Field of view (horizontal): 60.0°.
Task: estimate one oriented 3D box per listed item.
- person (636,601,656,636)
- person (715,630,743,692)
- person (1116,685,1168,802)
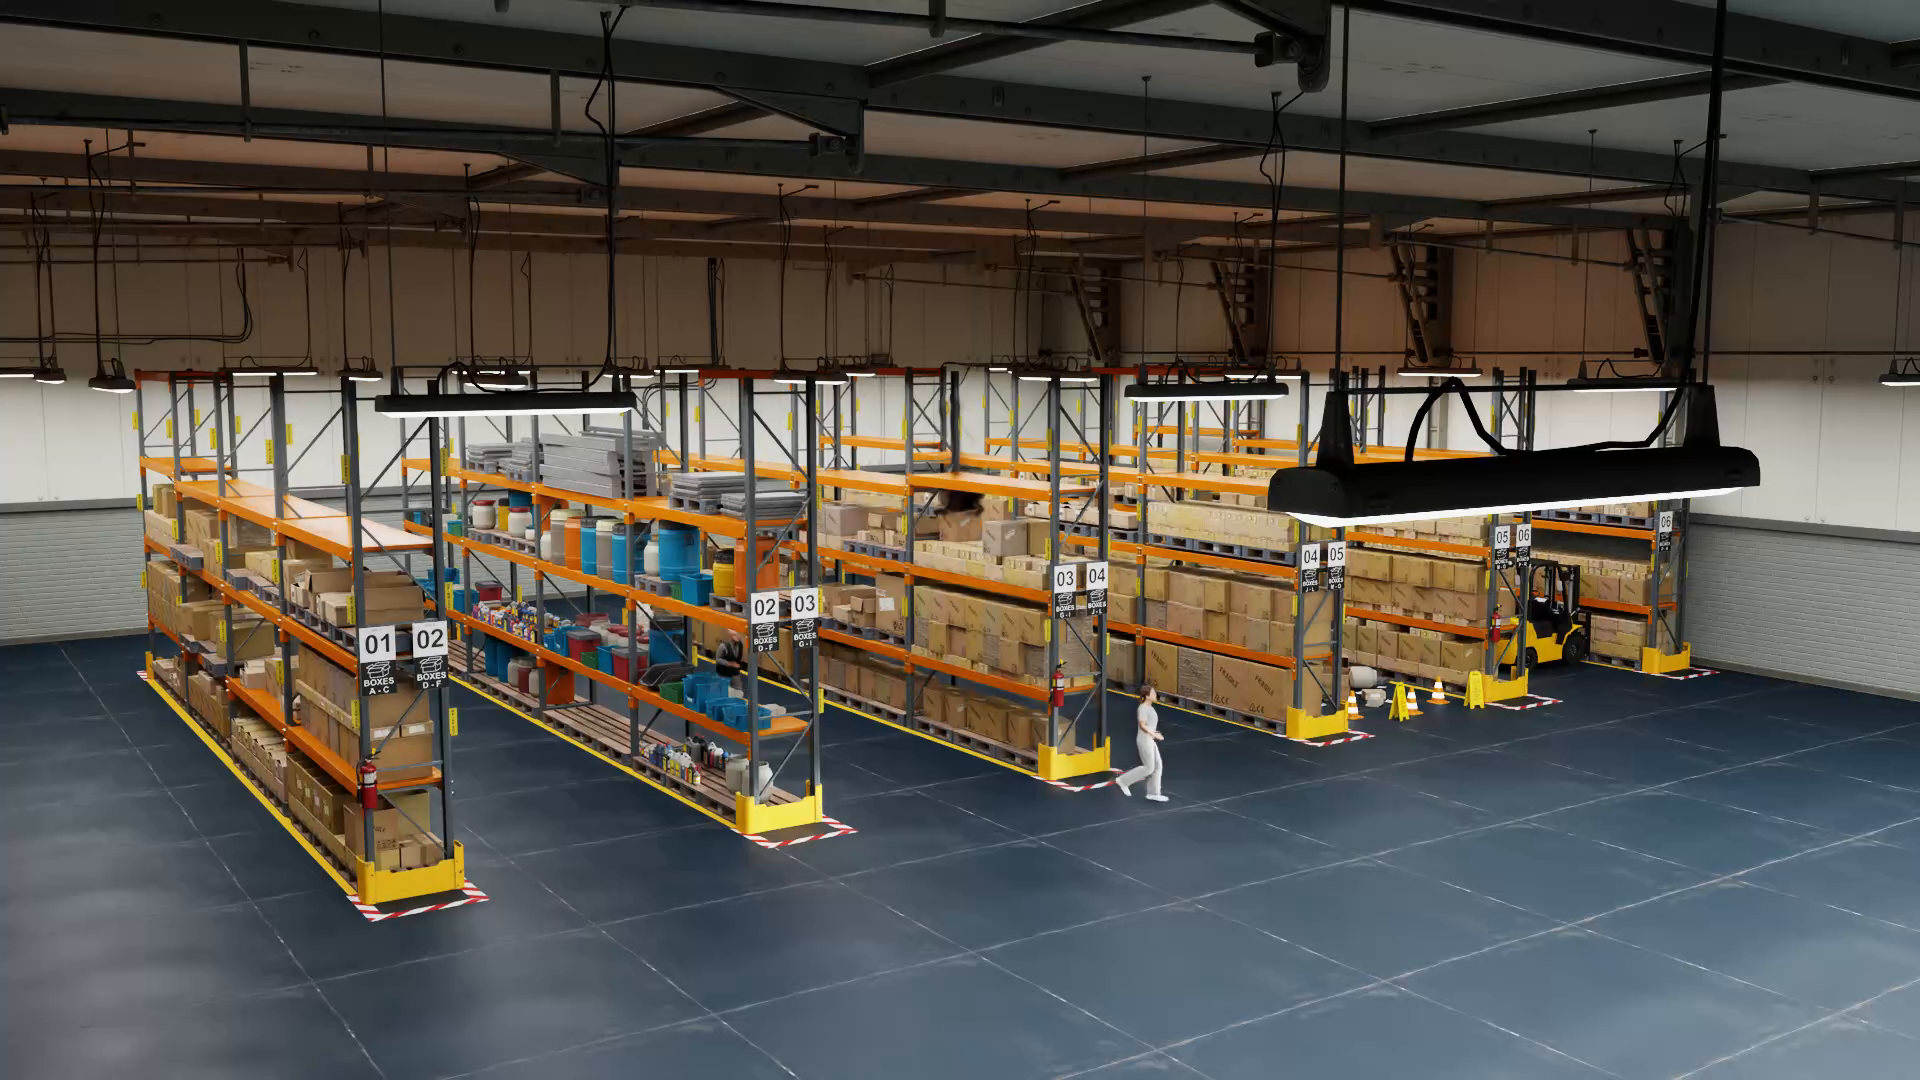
[{"bbox_3d":[-6.323,1.789,33.150,0.595,1.622,0.561,-6,9,-42],"label":"person"},{"bbox_3d":[-3.924,2.314,28.494,0.649,1.650,0.723,-5,8,-38],"label":"person"},{"bbox_3d":[2.590,2.866,23.536,0.739,1.662,0.590,1,7,10],"label":"person"}]
